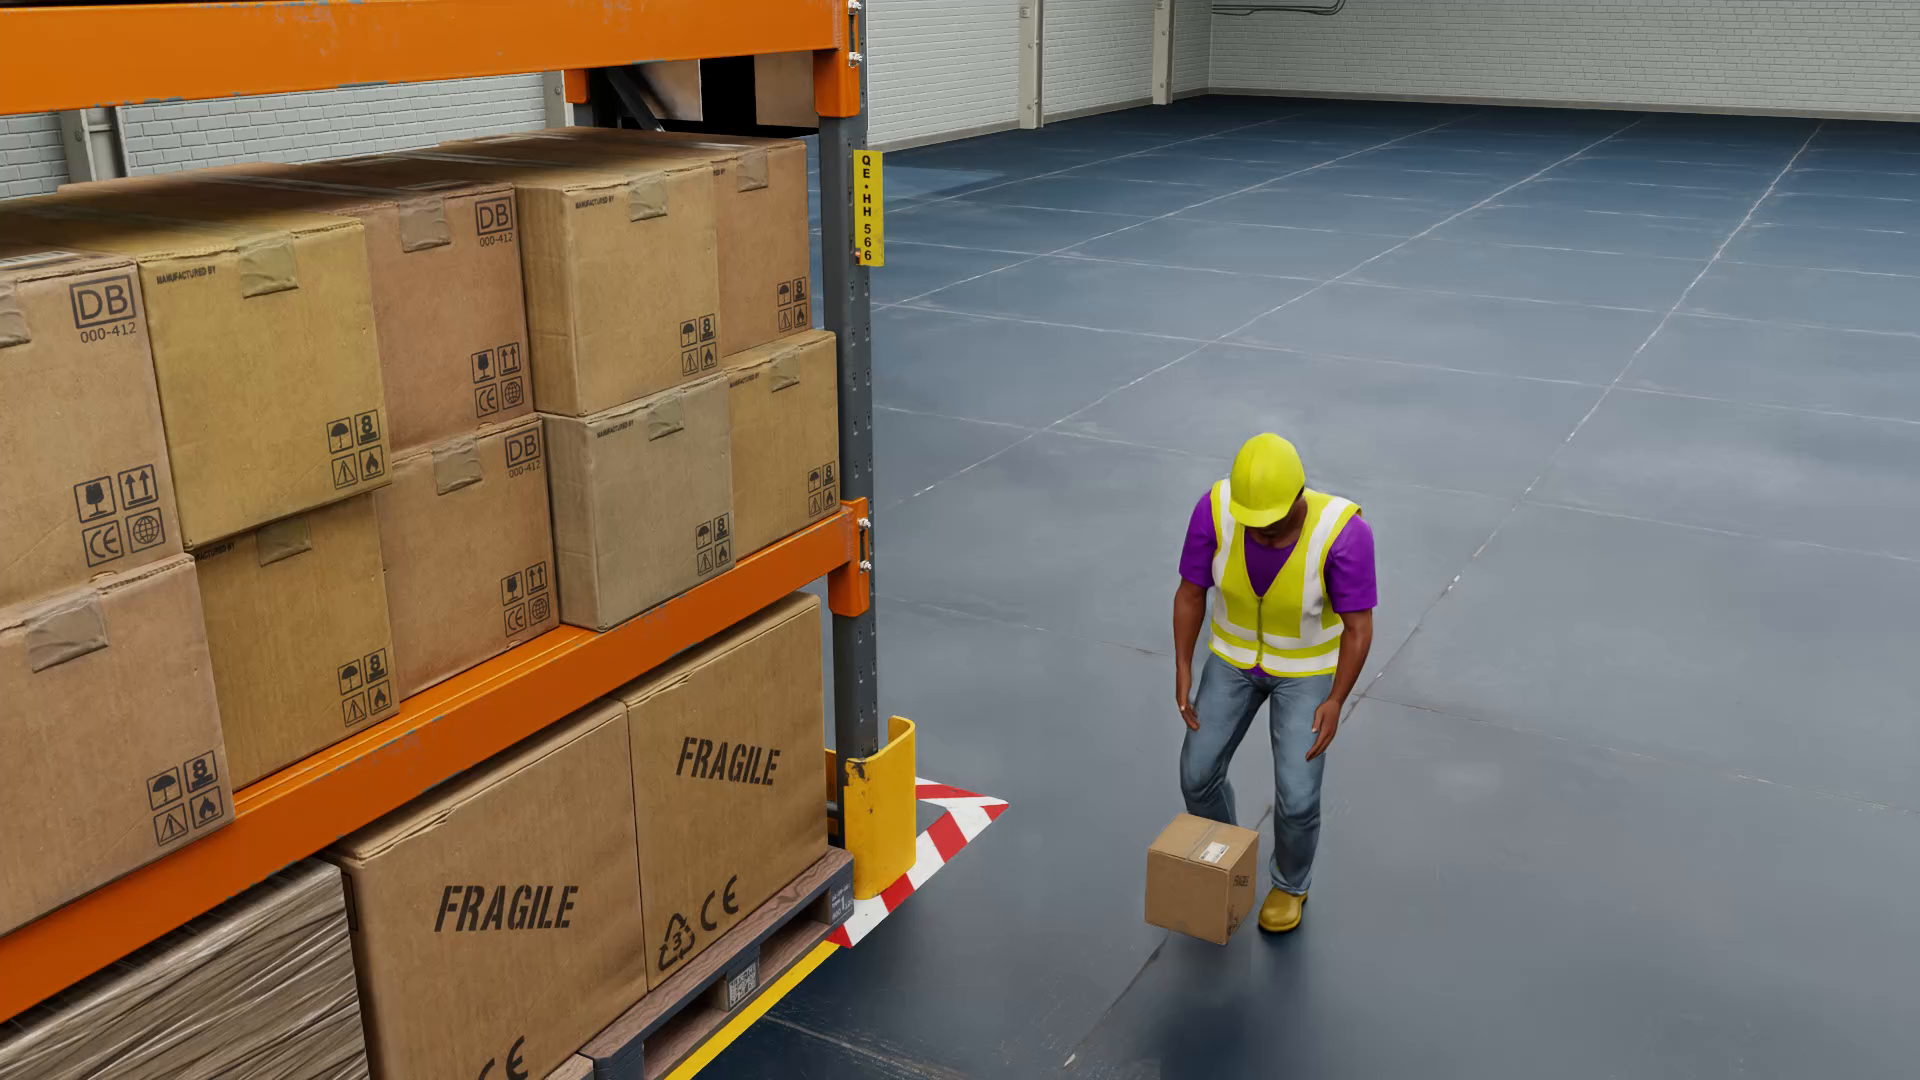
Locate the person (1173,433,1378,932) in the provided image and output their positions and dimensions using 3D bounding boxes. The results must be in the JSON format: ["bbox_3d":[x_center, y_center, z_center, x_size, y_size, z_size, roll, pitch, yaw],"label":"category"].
[{"bbox_3d":[0.949,0.418,5.080,0.616,1.608,0.599,11,22,28],"label":"person"}]
